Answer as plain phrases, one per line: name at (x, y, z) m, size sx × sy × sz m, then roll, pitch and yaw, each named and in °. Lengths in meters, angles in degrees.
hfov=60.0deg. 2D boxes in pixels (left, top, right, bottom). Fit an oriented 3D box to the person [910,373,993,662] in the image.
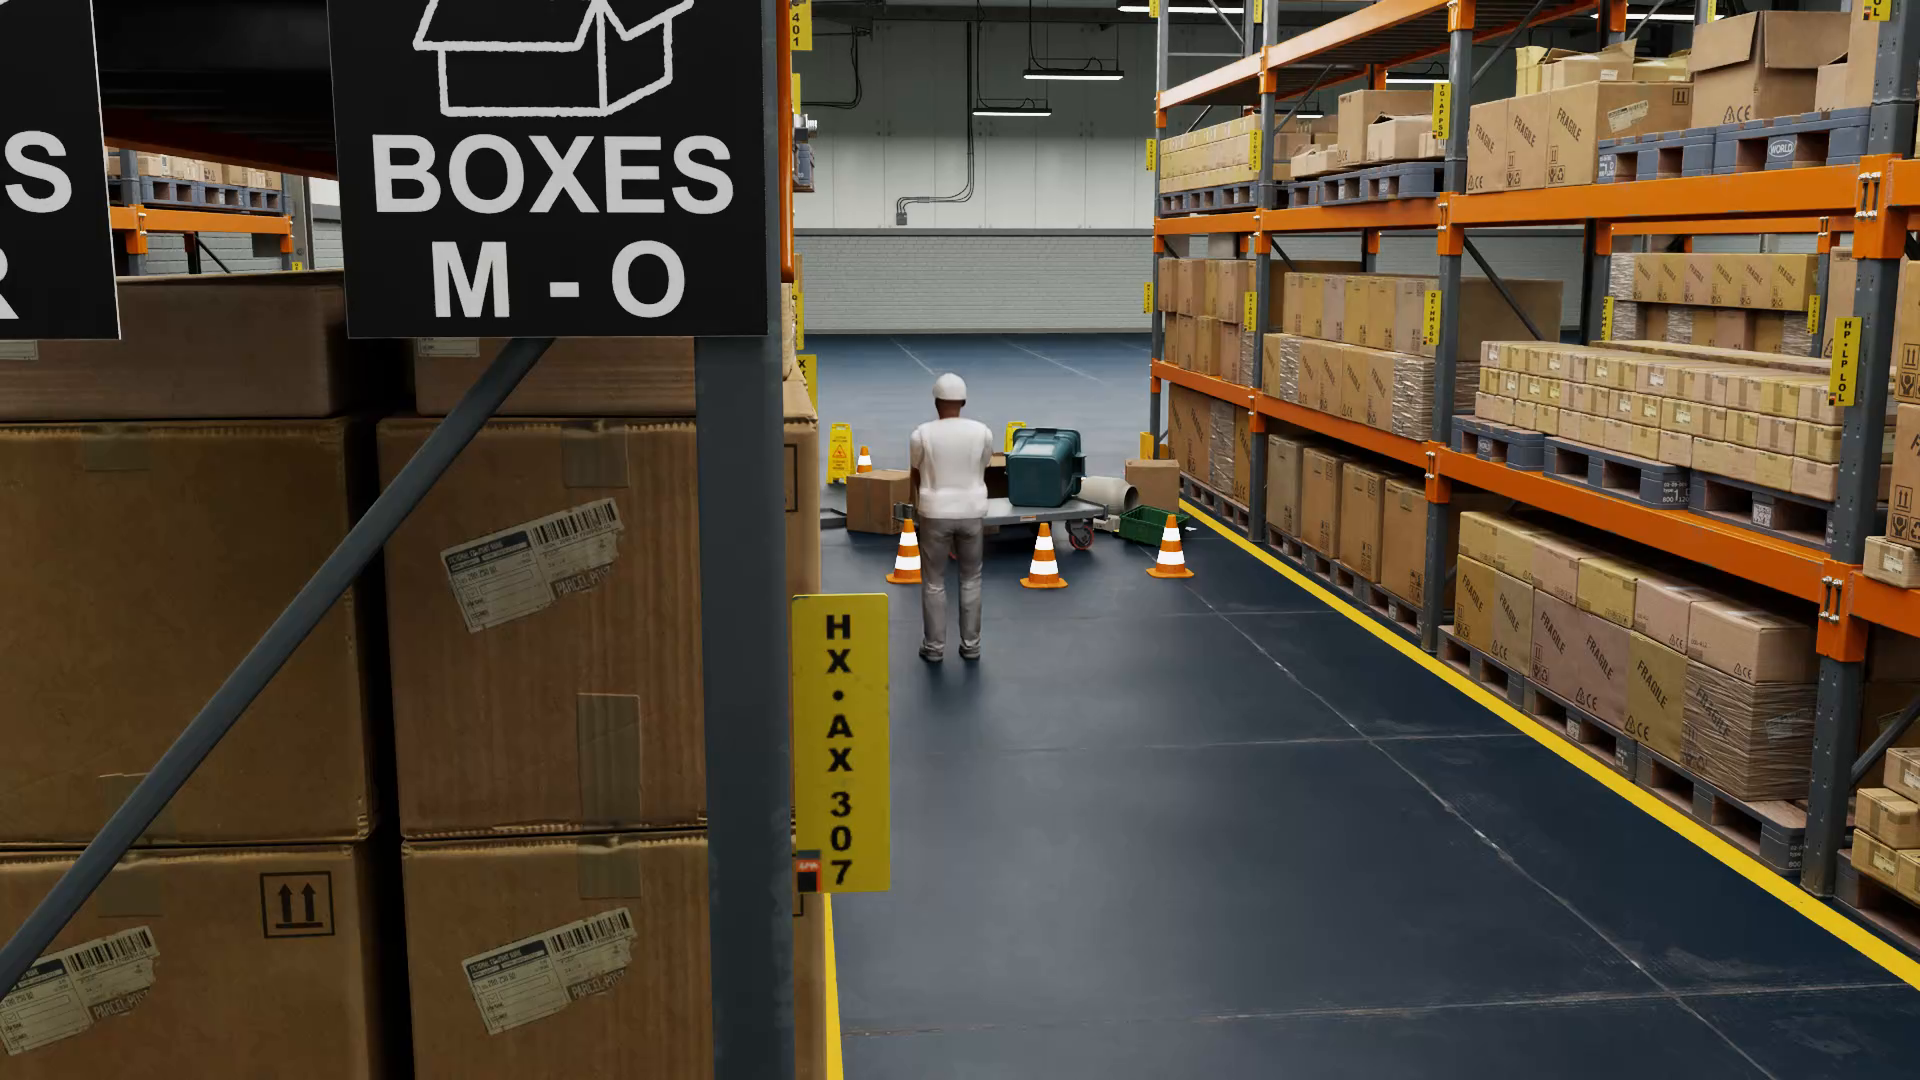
person at (-0.072, -0.155, 10.228) m, size 0.504 × 1.761 × 0.578 m, roll -1°, pitch 10°, yaw -8°
